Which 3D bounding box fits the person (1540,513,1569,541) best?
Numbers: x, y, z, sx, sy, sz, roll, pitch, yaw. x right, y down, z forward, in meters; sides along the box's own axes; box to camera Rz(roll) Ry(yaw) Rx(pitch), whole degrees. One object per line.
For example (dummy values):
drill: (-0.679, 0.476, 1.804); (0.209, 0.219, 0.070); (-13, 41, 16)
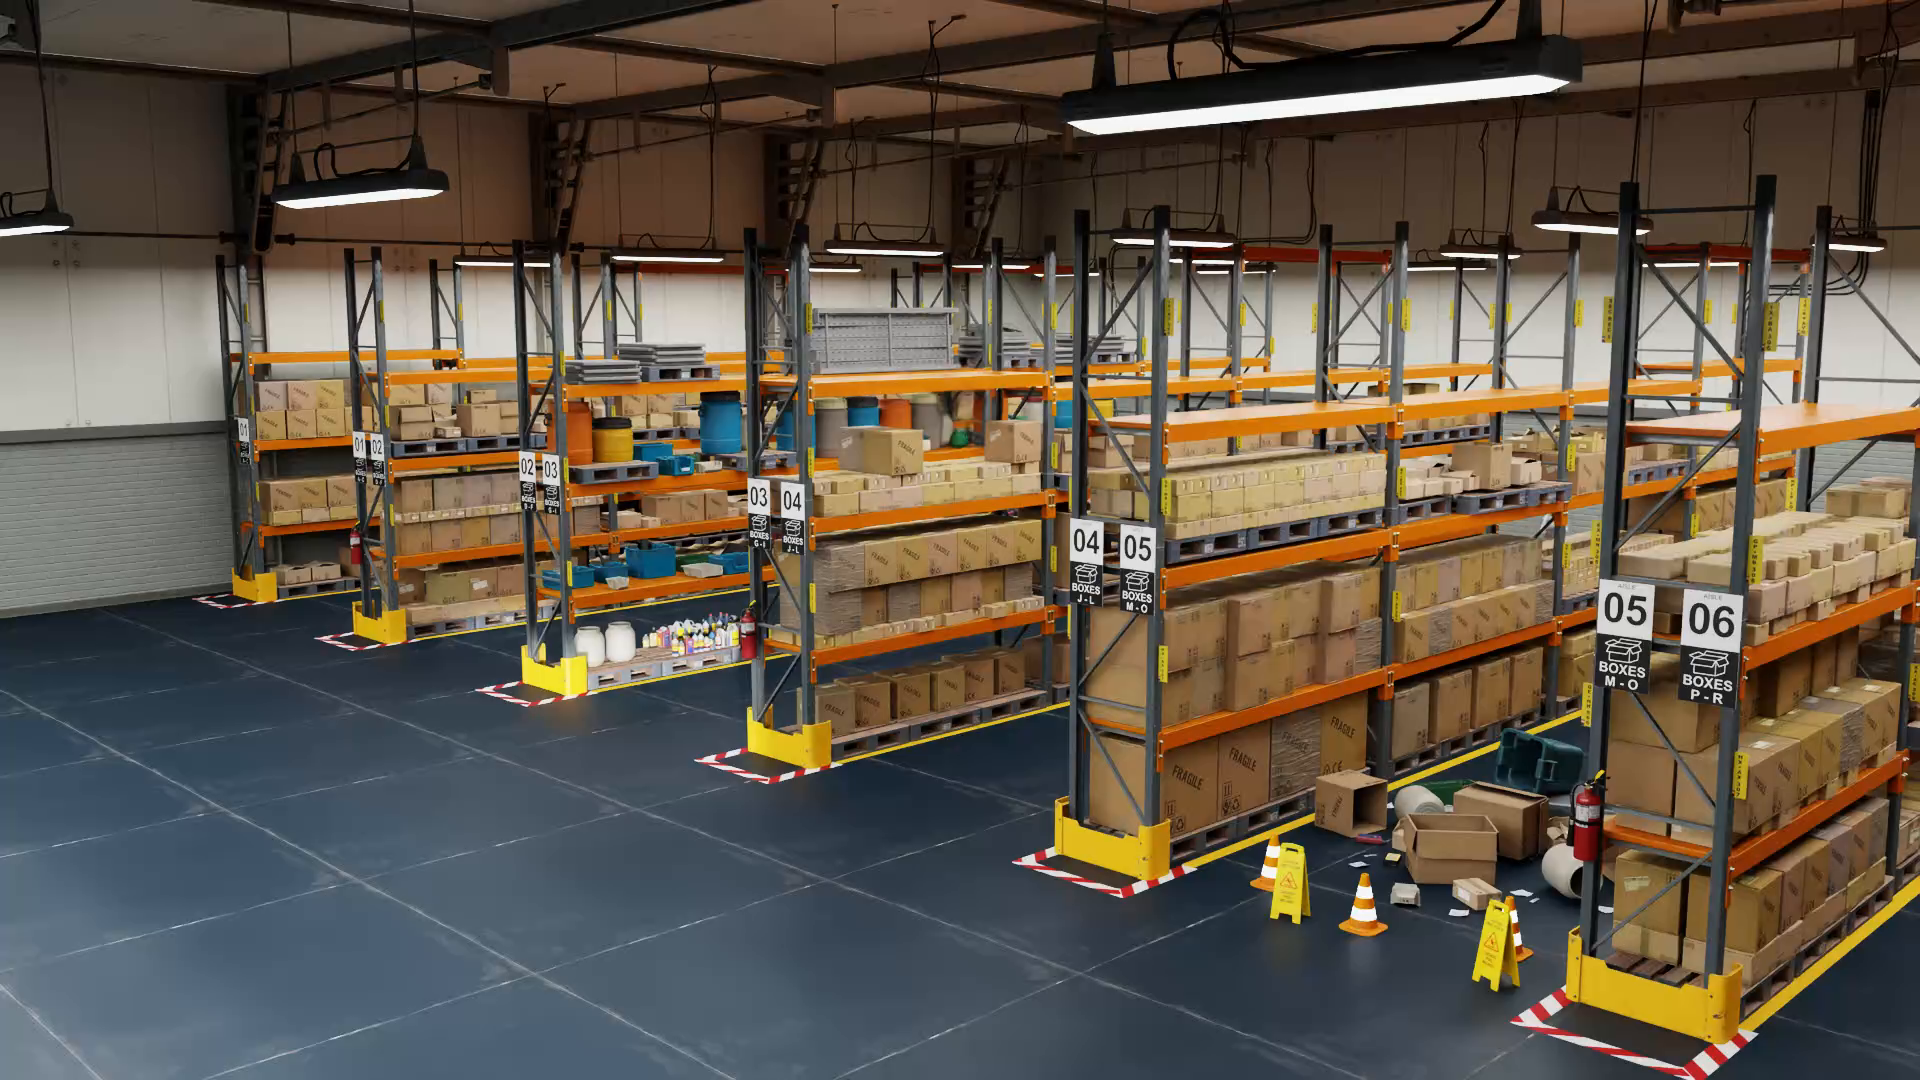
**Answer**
person: (10.795, 0.117, 30.258); (0.515, 1.614, 0.834); (2, 8, 14)
